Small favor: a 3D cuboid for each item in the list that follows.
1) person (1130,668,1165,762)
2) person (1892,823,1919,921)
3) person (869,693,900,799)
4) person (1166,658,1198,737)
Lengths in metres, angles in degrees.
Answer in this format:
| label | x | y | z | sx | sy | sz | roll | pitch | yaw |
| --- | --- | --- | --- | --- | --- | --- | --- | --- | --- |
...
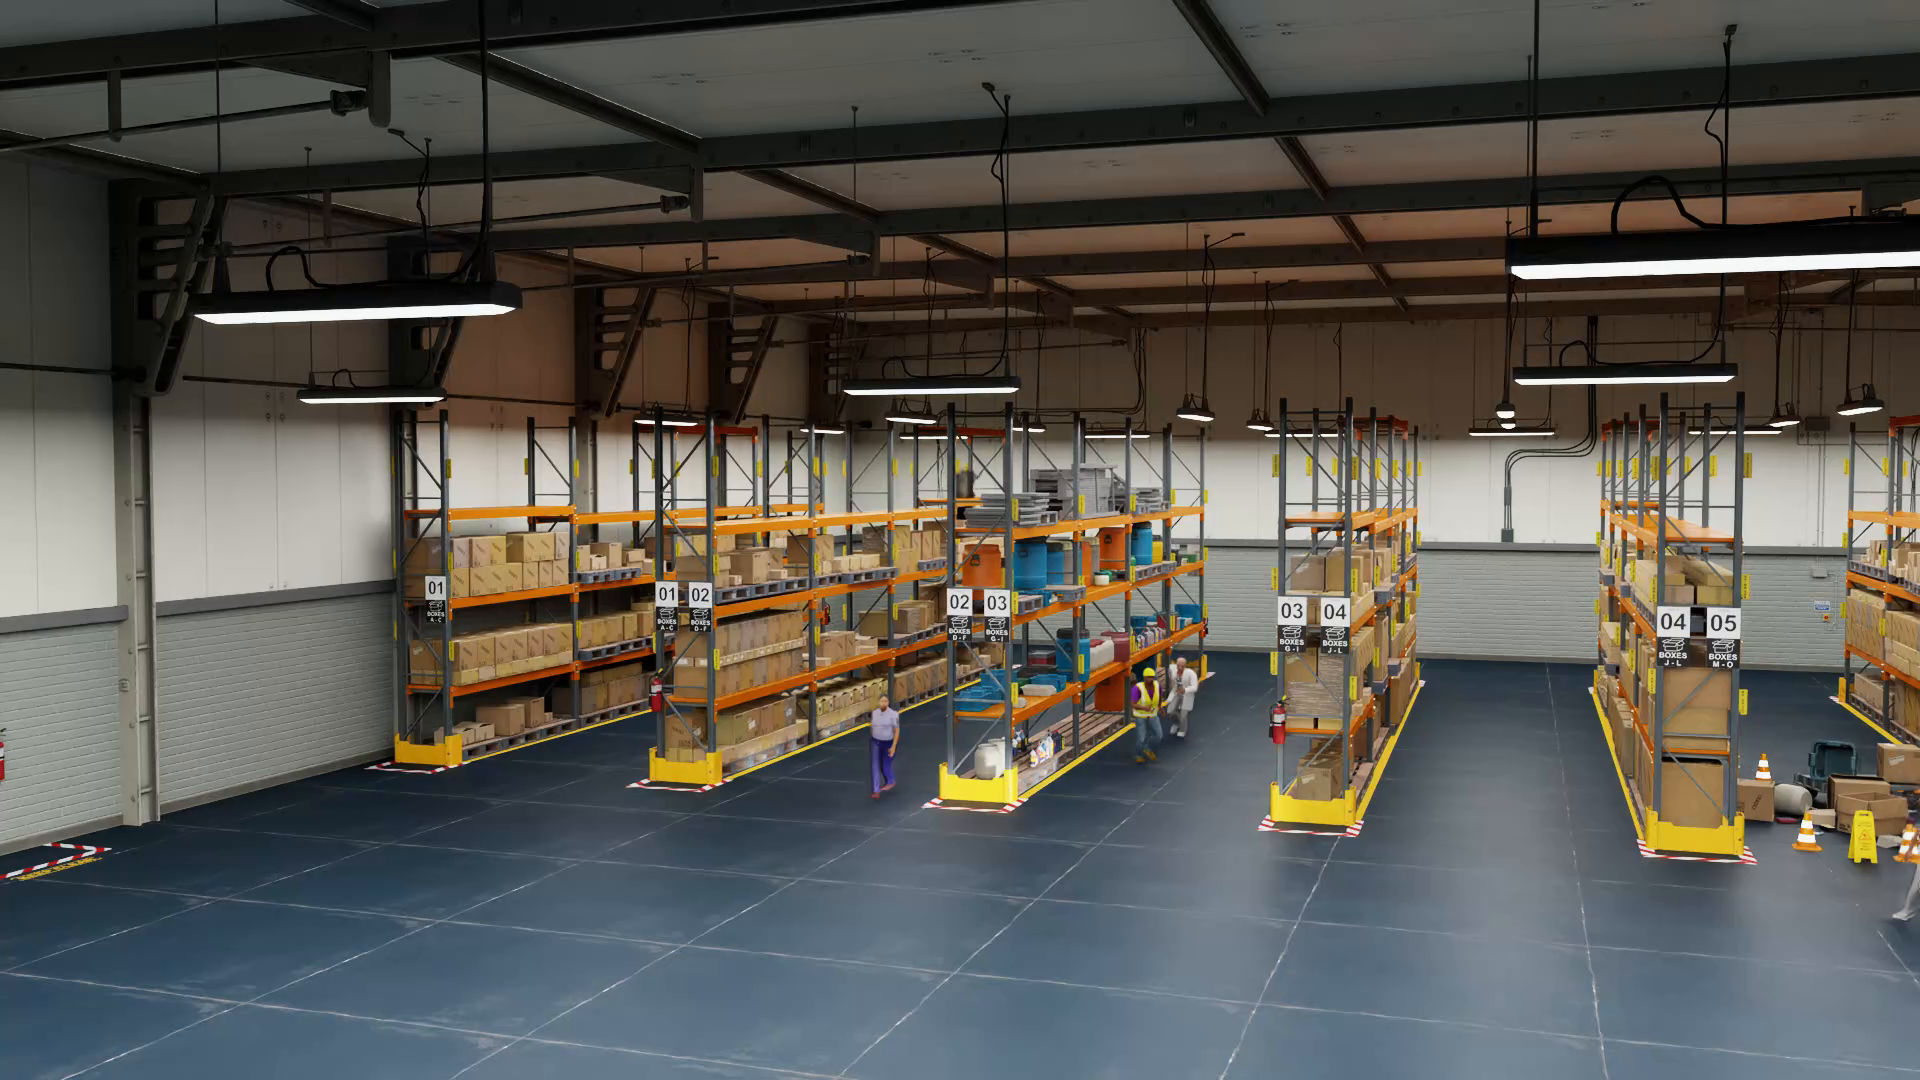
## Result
| label | x | y | z | sx | sy | sz | roll | pitch | yaw |
| --- | --- | --- | --- | --- | --- | --- | --- | --- | --- |
| person | 3.177 | 2.968 | 28.066 | 0.721 | 1.656 | 0.842 | -1 | 3 | -18 |
| person | 10.564 | 3.433 | 17.990 | 0.729 | 1.591 | 0.623 | 0 | 2 | 9 |
| person | -1.144 | 3.111 | 25.287 | 0.515 | 1.592 | 0.891 | 0 | 2 | 10 |
| person | 4.078 | 2.904 | 30.648 | 0.722 | 1.545 | 1.068 | 1 | 3 | 24 |
